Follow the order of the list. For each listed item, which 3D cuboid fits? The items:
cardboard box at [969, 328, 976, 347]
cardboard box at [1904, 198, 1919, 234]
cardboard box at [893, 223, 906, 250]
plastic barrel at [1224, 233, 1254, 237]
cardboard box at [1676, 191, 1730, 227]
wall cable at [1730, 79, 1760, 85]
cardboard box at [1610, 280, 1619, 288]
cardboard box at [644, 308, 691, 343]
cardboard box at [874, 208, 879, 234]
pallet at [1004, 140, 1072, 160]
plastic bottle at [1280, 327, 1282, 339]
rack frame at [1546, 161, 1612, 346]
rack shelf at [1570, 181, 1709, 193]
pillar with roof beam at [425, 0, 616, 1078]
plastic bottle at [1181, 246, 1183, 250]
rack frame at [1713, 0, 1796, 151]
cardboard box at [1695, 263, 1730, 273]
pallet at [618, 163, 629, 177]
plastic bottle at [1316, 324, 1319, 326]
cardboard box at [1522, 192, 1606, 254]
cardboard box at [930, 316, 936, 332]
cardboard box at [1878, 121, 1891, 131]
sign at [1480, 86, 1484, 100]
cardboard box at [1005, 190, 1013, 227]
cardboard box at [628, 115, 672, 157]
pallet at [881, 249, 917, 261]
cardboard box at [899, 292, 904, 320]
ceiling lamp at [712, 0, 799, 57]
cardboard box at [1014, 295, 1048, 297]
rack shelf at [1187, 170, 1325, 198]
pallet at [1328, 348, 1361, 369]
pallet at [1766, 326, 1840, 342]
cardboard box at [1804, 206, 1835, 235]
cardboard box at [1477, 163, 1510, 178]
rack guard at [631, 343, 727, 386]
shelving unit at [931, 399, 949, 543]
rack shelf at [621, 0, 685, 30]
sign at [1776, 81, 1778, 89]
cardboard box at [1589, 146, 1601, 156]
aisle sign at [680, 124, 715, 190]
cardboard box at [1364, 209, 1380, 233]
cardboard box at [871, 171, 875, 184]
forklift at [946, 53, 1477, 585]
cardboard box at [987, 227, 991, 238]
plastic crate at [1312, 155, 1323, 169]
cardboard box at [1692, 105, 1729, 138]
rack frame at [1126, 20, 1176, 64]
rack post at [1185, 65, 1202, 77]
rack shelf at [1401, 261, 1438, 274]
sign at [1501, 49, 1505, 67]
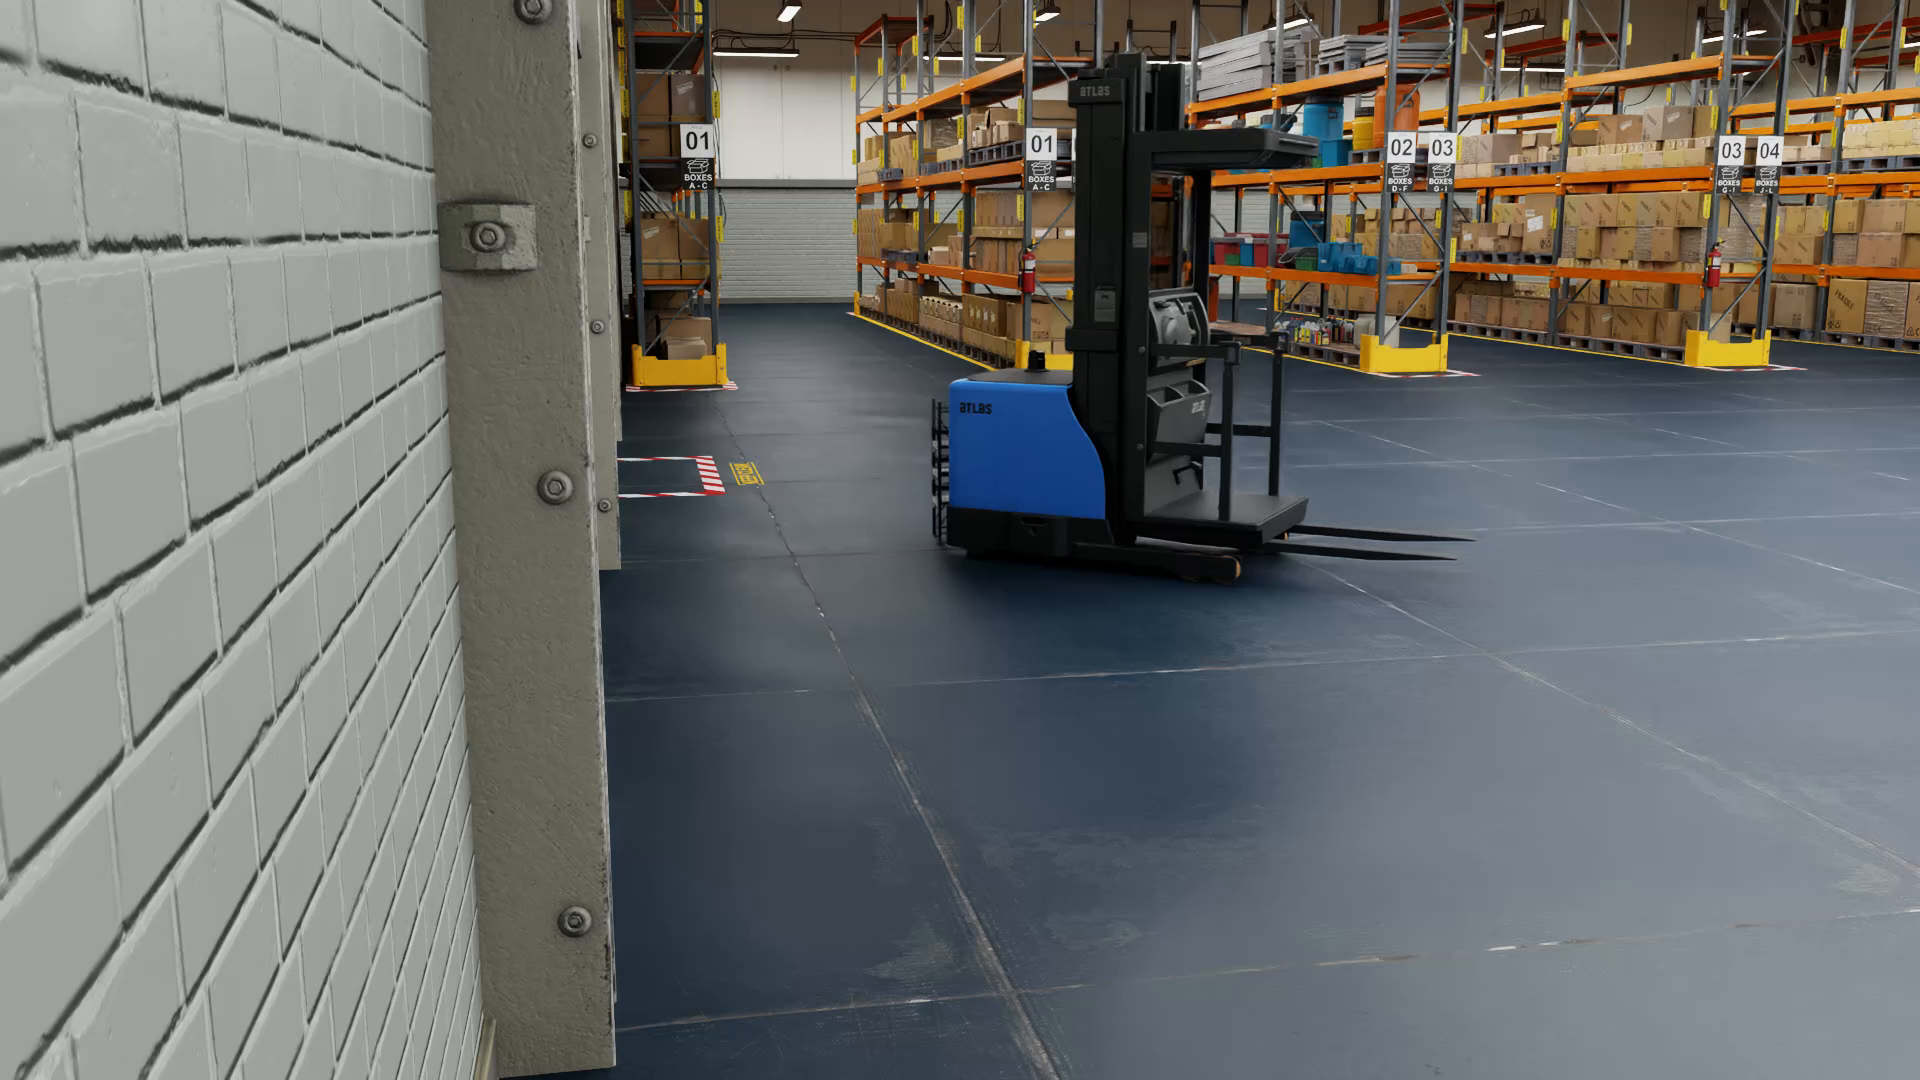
[{"bbox_3d":[0.427,-3.019,24.767,0.500,0.250,0.500,-2,11,-11],"label":"cardboard box"},{"bbox_3d":[15.485,-5.110,26.235,0.875,0.550,0.500,-2,11,-11],"label":"cardboard box"},{"bbox_3d":[-0.945,-5.855,32.047,0.700,0.500,0.500,0,11,-2],"label":"cardboard box"},{"bbox_3d":[5.011,-5.257,29.931,0.600,0.536,0.708,-2,11,-11],"label":"plastic barrel"},{"bbox_3d":[10.688,-4.756,23.923,0.500,0.500,0.500,-2,11,-11],"label":"cardboard box"},{"bbox_3d":[22.673,-14.214,46.436,2.988,3.039,0.133,-2,11,-11],"label":"wall cable"},{"bbox_3d":[13.674,-5.350,34.341,0.500,0.250,0.500,-2,11,-9],"label":"cardboard box"},{"bbox_3d":[-4.476,-3.293,25.485,0.700,0.500,0.500,-2,11,-9],"label":"cardboard box"},{"bbox_3d":[-1.469,-6.536,34.073,0.500,0.500,0.500,-2,11,-12],"label":"cardboard box"},{"bbox_3d":[1.208,-5.179,22.096,1.003,0.211,1.213,-2,11,-11],"label":"pallet"},{"bbox_3d":[5.073,-3.261,26.113,0.097,0.201,0.097,0,11,0],"label":"plastic bottle"},{"bbox_3d":[10.260,-4.711,27.425,1.000,3.000,0.127,-2,11,-11],"label":"rack frame"},{"bbox_3d":[13.978,-7.093,33.844,1.077,0.370,4.000,-2,11,-11],"label":"rack shelf"},{"bbox_3d":[3.200,-3.336,4.158,9.100,9.000,0.400,-2,11,-11],"label":"pillar with roof beam"},{"bbox_3d":[4.361,-5.640,32.649,0.097,0.271,0.097,0,11,0],"label":"plastic bottle"},{"bbox_3d":[11.038,-6.924,23.010,1.000,3.000,0.127,-2,11,-11],"label":"rack frame"},{"bbox_3d":[10.780,-3.899,23.830,0.380,0.149,0.250,-2,11,-11],"label":"cardboard box"},{"bbox_3d":[-5.272,-6.401,28.788,1.213,0.211,1.003,-2,11,-8],"label":"pallet"},{"bbox_3d":[5.411,-3.143,25.296,0.152,0.276,0.135,-2,11,-11],"label":"plastic bottle"},{"bbox_3d":[10.243,-5.363,28.122,1.000,1.000,1.000,-2,11,-11],"label":"cardboard box"},{"bbox_3d":[-0.217,-3.647,28.064,0.500,0.250,0.500,-2,11,-13],"label":"cardboard box"},{"bbox_3d":[15.031,-6.651,26.746,0.380,0.149,0.250,-2,11,-12],"label":"cardboard box"},{"bbox_3d":[12.278,-10.499,39.080,0.100,0.325,0.005,-2,11,-11],"label":"sign"},{"bbox_3d":[1.025,-4.589,23.046,0.700,0.500,0.500,-2,11,-11],"label":"cardboard box"},{"bbox_3d":[-3.868,-5.037,20.794,0.500,0.500,0.500,-1,11,-7],"label":"cardboard box"},{"bbox_3d":[-0.966,-5.574,32.472,1.003,0.211,1.213,-2,11,-11],"label":"pallet"},{"bbox_3d":[-0.857,-4.427,31.443,0.500,0.500,0.500,-3,11,-13],"label":"cardboard box"},{"bbox_3d":[-4.695,-12.770,38.112,2.000,3.185,0.800,-2,11,-11],"label":"ceiling lamp"},{"bbox_3d":[1.033,-3.315,24.314,0.500,0.500,0.500,-2,11,-11],"label":"cardboard box"},{"bbox_3d":[5.012,-6.018,28.193,1.077,0.370,4.000,-2,11,-11],"label":"rack shelf"},{"bbox_3d":[5.966,-2.589,23.733,1.003,0.211,1.213,-2,11,-11],"label":"pallet"},{"bbox_3d":[14.921,-3.642,29.266,1.003,0.211,1.213,-2,11,-11],"label":"pallet"},{"bbox_3d":[15.042,-5.504,28.650,0.700,0.500,0.500,-2,11,-12],"label":"cardboard box"},{"bbox_3d":[9.532,-6.561,29.524,0.500,0.250,0.500,-2,11,-10],"label":"cardboard box"},{"bbox_3d":[-3.553,-2.223,21.039,1.175,0.500,0.348,-2,11,-11],"label":"rack guard"},{"bbox_3d":[-0.040,-0.447,10.639,0.258,0.900,0.210,-2,11,-11],"label":"shelving unit"},{"bbox_3d":[-5.483,-9.497,29.563,1.077,0.370,4.000,-2,11,-11],"label":"rack shelf"},{"bbox_3d":[17.875,-10.007,36.282,0.100,0.325,0.005,-2,11,-11],"label":"sign"},{"bbox_3d":[10.171,-6.139,26.240,0.380,0.149,0.250,-2,11,-11],"label":"cardboard box"},{"bbox_3d":[-3.230,-4.712,20.477,0.394,0.787,0.004,-2,11,-11],"label":"aisle sign"},{"bbox_3d":[8.836,-6.603,34.417,0.797,0.503,0.637,-2,11,-12],"label":"cardboard box"},{"bbox_3d":[-1.562,-7.482,34.360,0.500,0.250,0.500,-2,11,-11],"label":"cardboard box"},{"bbox_3d":[1.470,-1.301,9.693,3.031,2.935,1.130,5,12,26],"label":"forklift"},{"bbox_3d":[0.604,-4.476,24.186,0.380,0.149,0.250,-2,11,-13],"label":"cardboard box"},{"bbox_3d":[5.441,-5.601,24.646,0.336,0.188,0.450,-2,11,-11],"label":"plastic crate"},{"bbox_3d":[11.014,-6.174,24.689,0.500,0.500,0.500,-2,11,-11],"label":"cardboard box"},{"bbox_3d":[3.845,-8.945,33.627,1.000,3.000,0.127,-2,11,-11],"label":"rack frame"},{"bbox_3d":[4.376,-8.604,30.456,0.624,0.289,0.986,-2,11,-11],"label":"rack post"},{"bbox_3d":[9.093,-5.458,33.274,1.077,0.370,4.000,-2,11,-11],"label":"rack shelf"},{"bbox_3d":[10.012,-8.911,30.737,0.100,0.325,0.005,-2,11,-11],"label":"sign"}]
